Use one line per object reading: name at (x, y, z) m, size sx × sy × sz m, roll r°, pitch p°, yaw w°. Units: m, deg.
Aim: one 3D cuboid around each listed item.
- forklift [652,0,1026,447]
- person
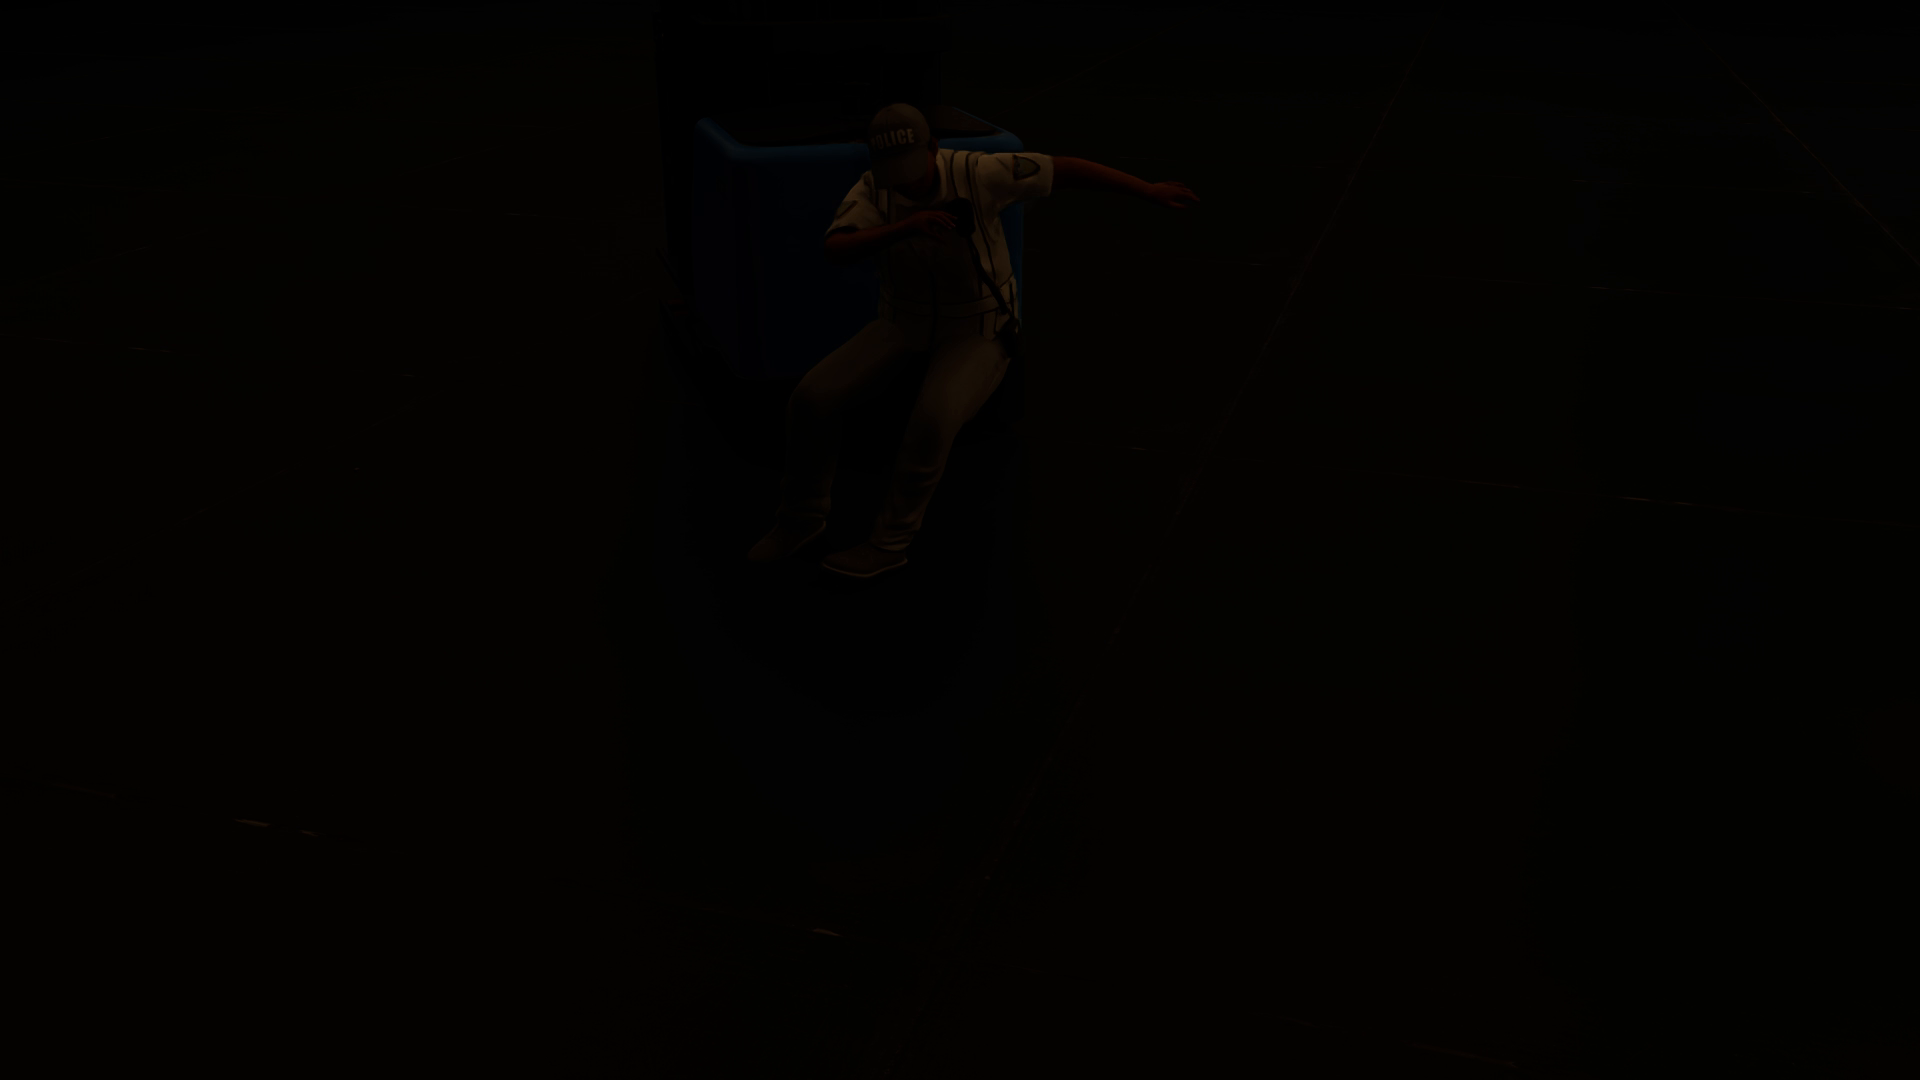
forklift at (-0.683, -2.208, 6.628) m, size 1.130 × 2.935 × 3.031 m, roll -7°, pitch 23°, yaw -16°
person at (0.003, -0.501, 4.818) m, size 1.240 × 1.232 × 0.796 m, roll 6°, pitch 23°, yaw 14°
